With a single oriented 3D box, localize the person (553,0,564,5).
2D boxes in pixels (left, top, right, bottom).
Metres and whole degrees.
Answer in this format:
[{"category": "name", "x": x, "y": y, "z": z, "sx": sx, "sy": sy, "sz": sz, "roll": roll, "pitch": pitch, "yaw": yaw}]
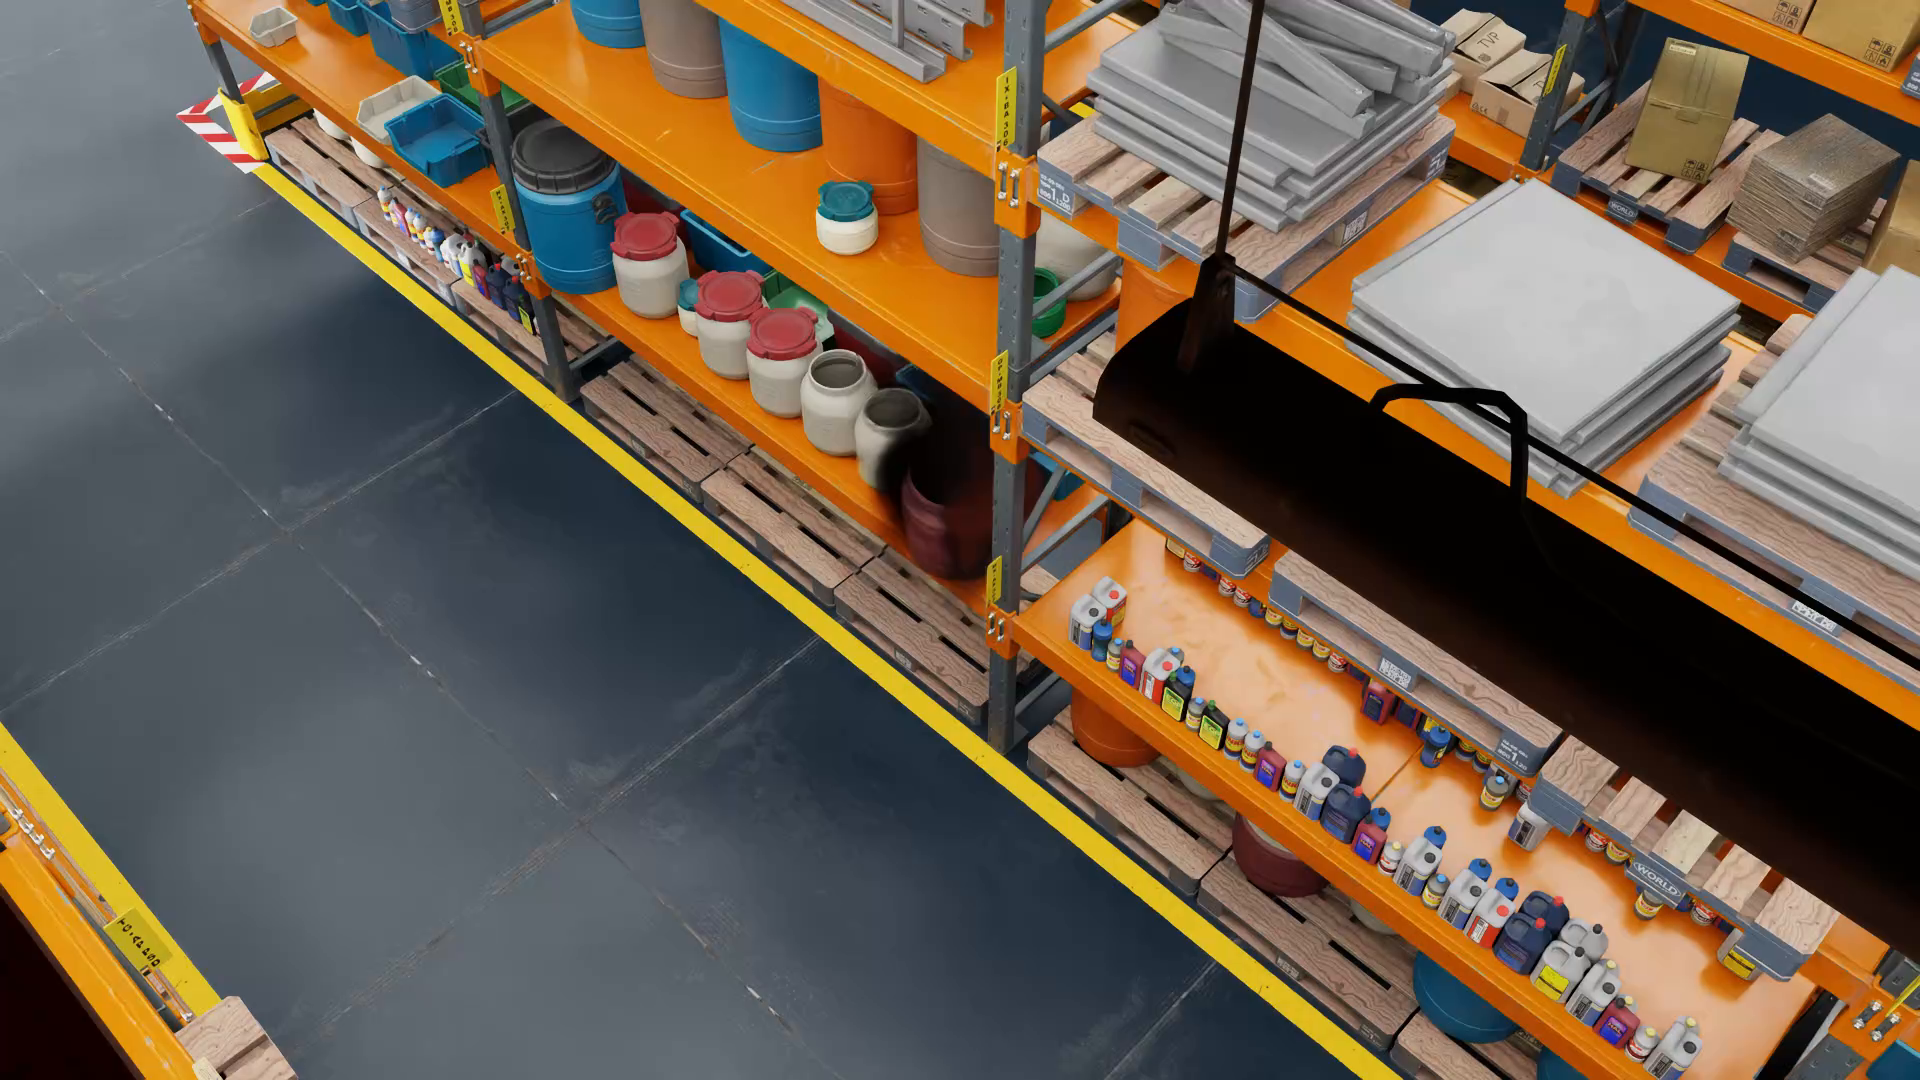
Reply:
[{"category": "person", "x": -3.289, "y": -5.188, "z": 13.602, "sx": 0.595, "sy": 1.768, "sz": 0.478, "roll": 16, "pitch": 52, "yaw": 13}]
